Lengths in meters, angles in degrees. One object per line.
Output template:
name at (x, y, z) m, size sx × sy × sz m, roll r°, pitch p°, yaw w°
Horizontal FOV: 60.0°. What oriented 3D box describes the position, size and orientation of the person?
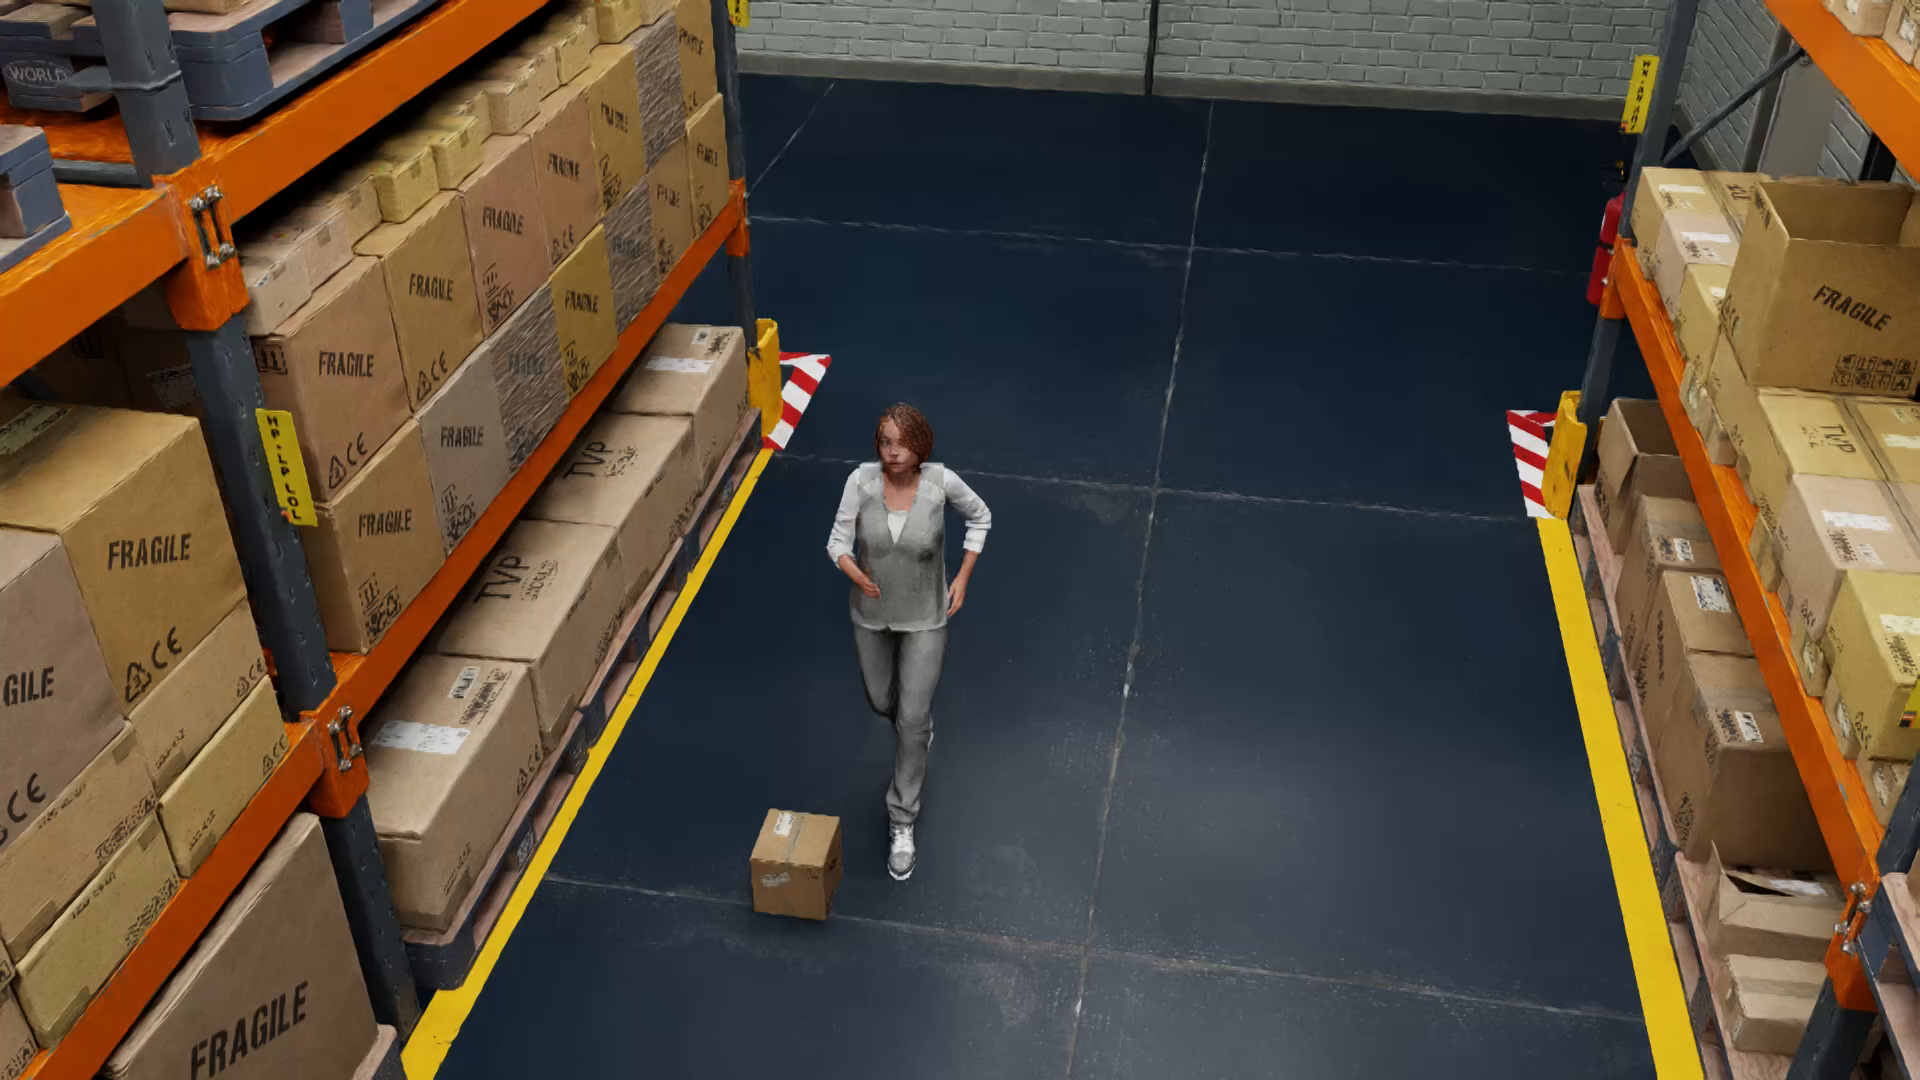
person at (-0.225, 0.315, 5.672) m, size 0.506 × 1.576 × 0.735 m, roll 9°, pitch 34°, yaw 14°
